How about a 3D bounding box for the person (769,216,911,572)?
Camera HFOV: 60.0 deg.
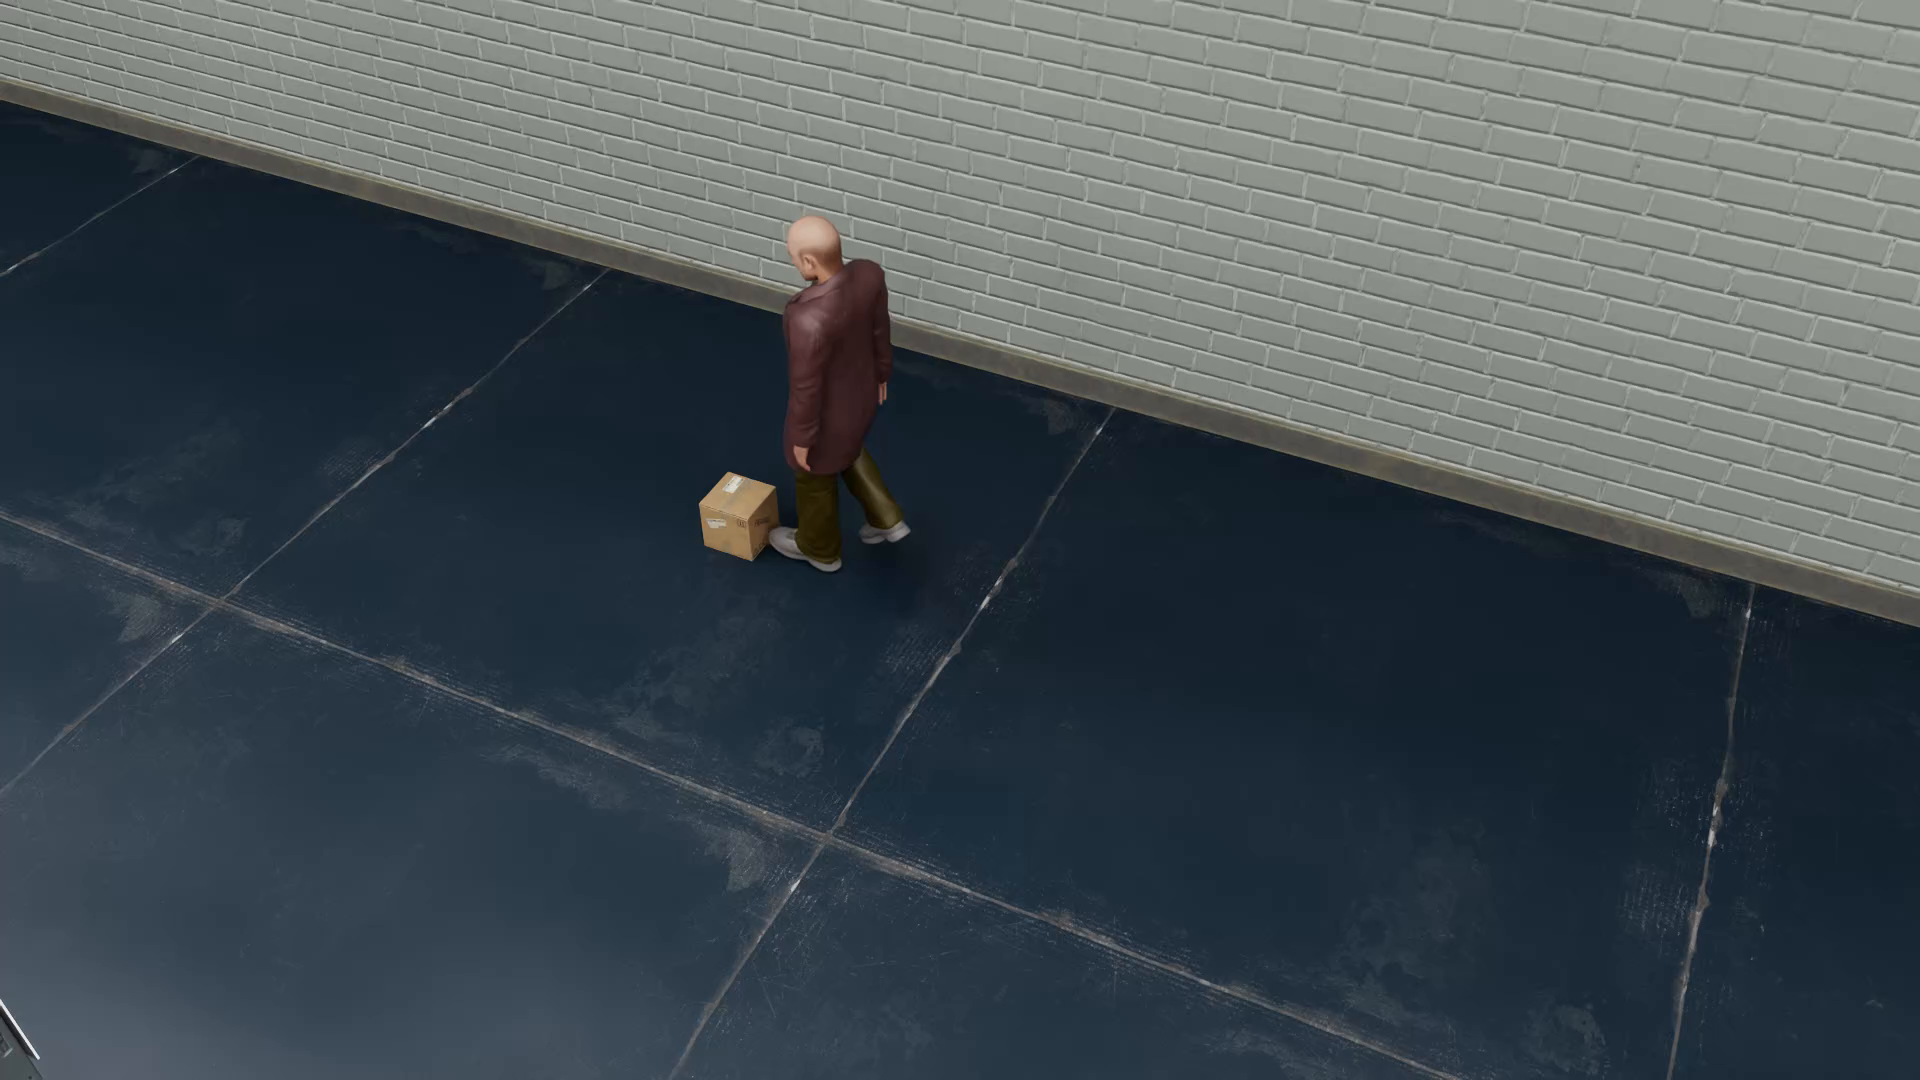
[{"bbox_3d":[-0.563,-0.568,6.782,0.632,1.772,0.604,23,46,24],"label":"person"}]
